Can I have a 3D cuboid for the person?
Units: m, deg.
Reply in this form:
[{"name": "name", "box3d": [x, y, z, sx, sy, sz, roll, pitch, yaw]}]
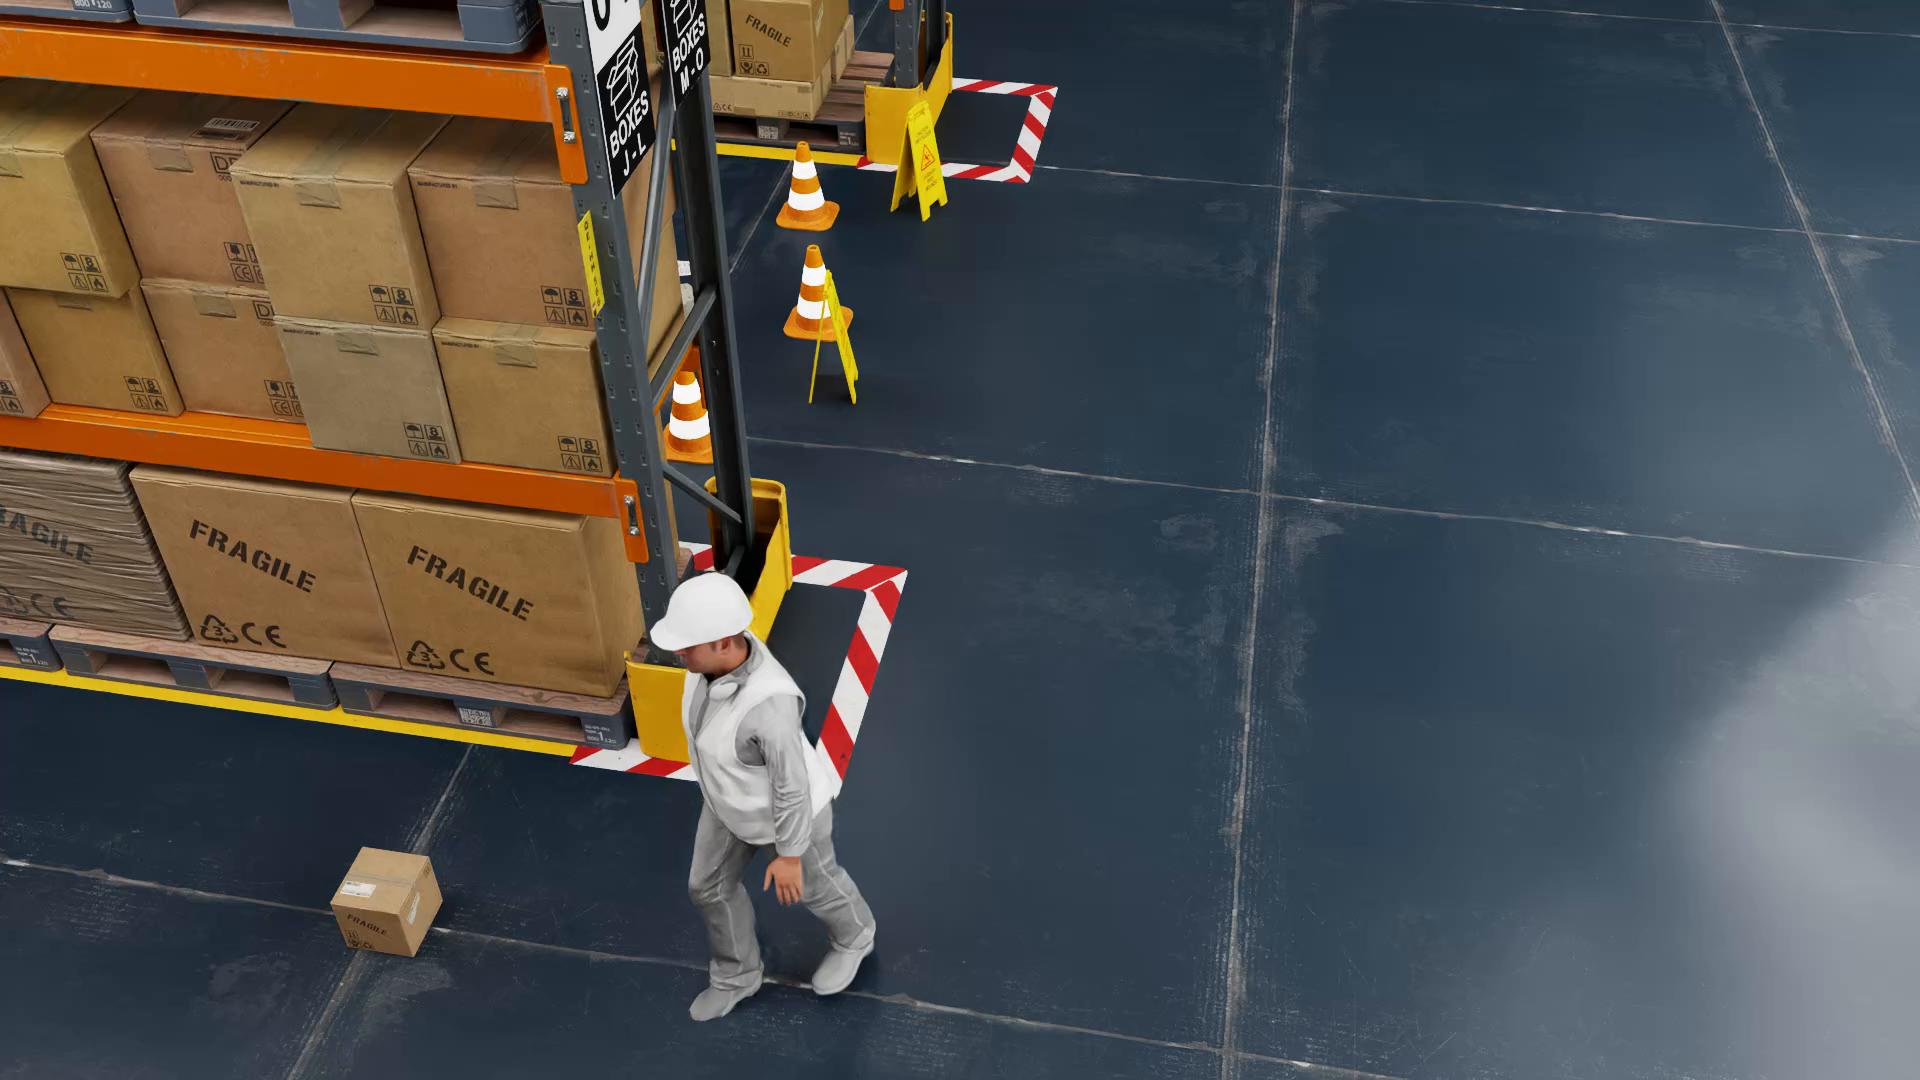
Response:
[{"name": "person", "box3d": [-0.627, 0.845, 5.183, 0.677, 1.821, 0.614, -29, 48, -30]}]
